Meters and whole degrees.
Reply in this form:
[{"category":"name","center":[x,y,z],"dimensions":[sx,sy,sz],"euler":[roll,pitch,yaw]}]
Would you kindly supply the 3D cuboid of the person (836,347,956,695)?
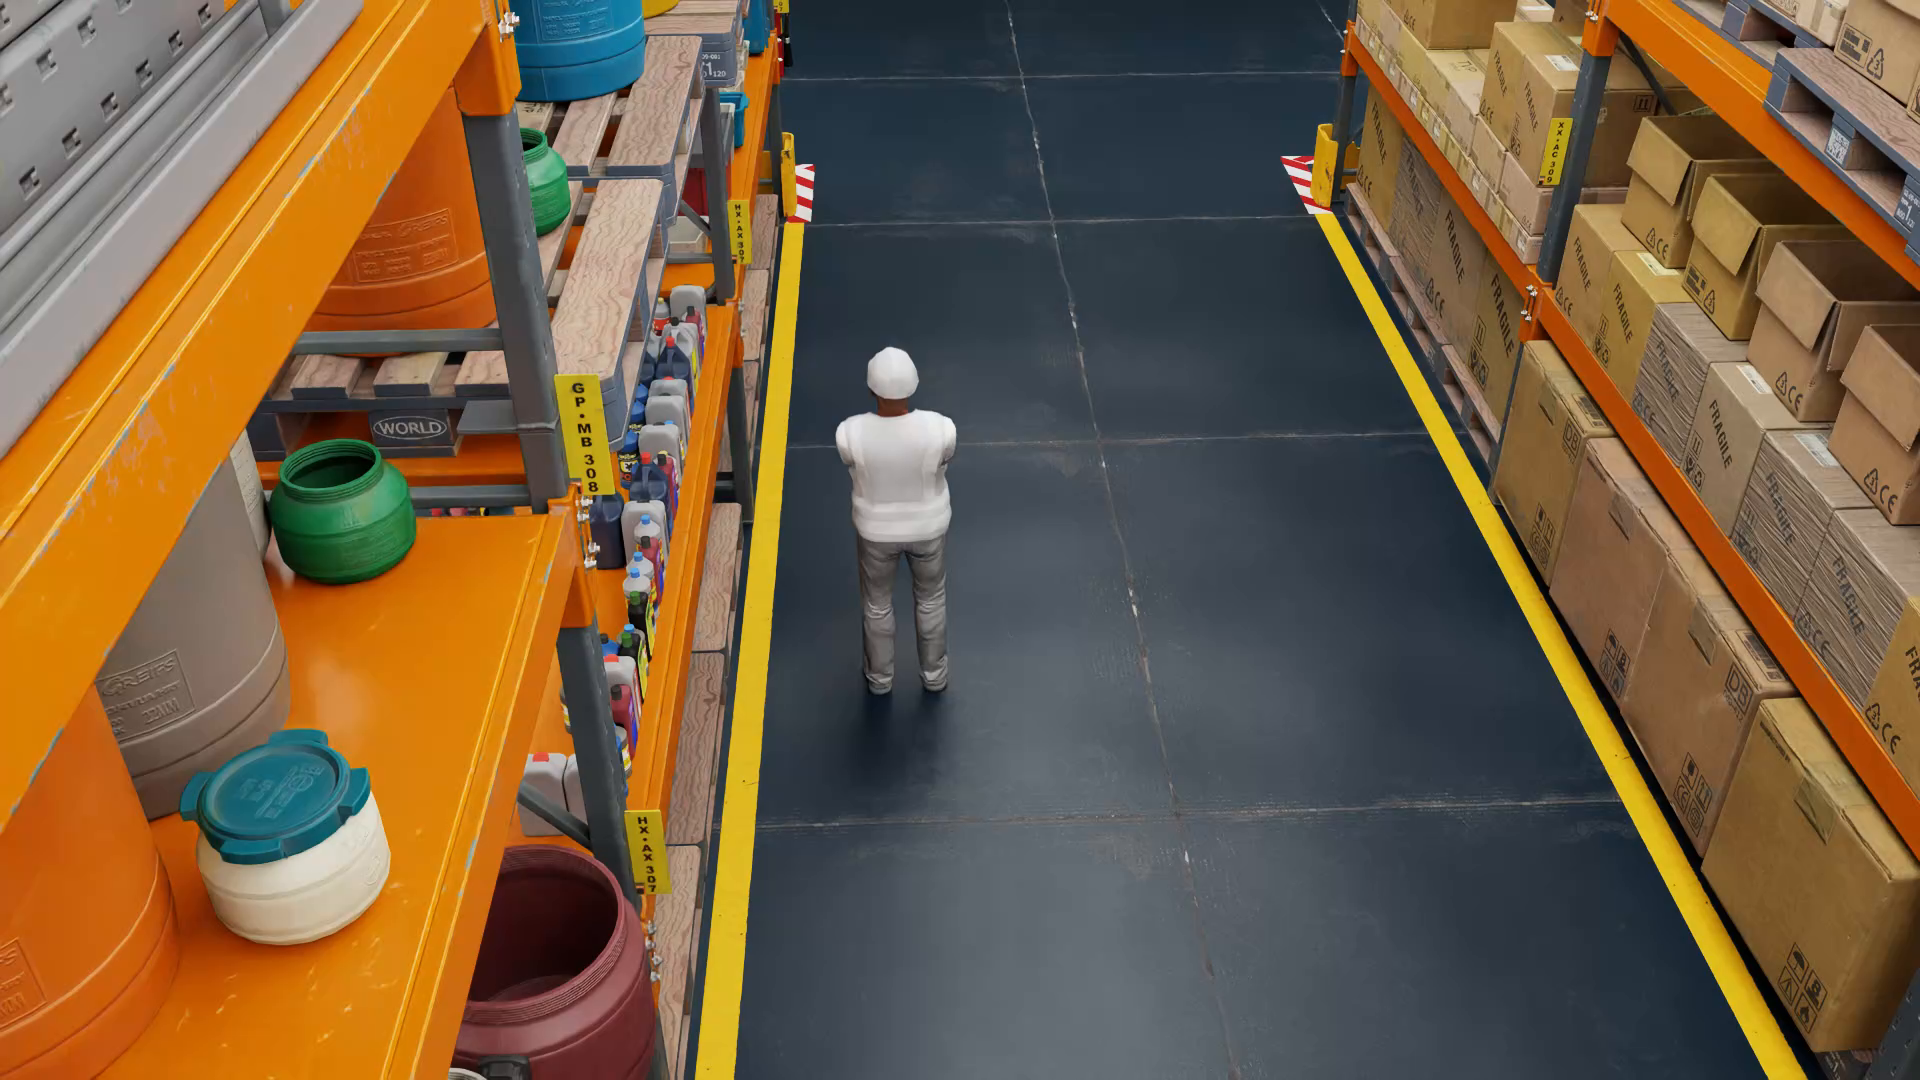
[{"category":"person","center":[-0.275,-0.124,7.306],"dimensions":[0.504,1.760,0.575],"euler":[-2,35,-3]}]
